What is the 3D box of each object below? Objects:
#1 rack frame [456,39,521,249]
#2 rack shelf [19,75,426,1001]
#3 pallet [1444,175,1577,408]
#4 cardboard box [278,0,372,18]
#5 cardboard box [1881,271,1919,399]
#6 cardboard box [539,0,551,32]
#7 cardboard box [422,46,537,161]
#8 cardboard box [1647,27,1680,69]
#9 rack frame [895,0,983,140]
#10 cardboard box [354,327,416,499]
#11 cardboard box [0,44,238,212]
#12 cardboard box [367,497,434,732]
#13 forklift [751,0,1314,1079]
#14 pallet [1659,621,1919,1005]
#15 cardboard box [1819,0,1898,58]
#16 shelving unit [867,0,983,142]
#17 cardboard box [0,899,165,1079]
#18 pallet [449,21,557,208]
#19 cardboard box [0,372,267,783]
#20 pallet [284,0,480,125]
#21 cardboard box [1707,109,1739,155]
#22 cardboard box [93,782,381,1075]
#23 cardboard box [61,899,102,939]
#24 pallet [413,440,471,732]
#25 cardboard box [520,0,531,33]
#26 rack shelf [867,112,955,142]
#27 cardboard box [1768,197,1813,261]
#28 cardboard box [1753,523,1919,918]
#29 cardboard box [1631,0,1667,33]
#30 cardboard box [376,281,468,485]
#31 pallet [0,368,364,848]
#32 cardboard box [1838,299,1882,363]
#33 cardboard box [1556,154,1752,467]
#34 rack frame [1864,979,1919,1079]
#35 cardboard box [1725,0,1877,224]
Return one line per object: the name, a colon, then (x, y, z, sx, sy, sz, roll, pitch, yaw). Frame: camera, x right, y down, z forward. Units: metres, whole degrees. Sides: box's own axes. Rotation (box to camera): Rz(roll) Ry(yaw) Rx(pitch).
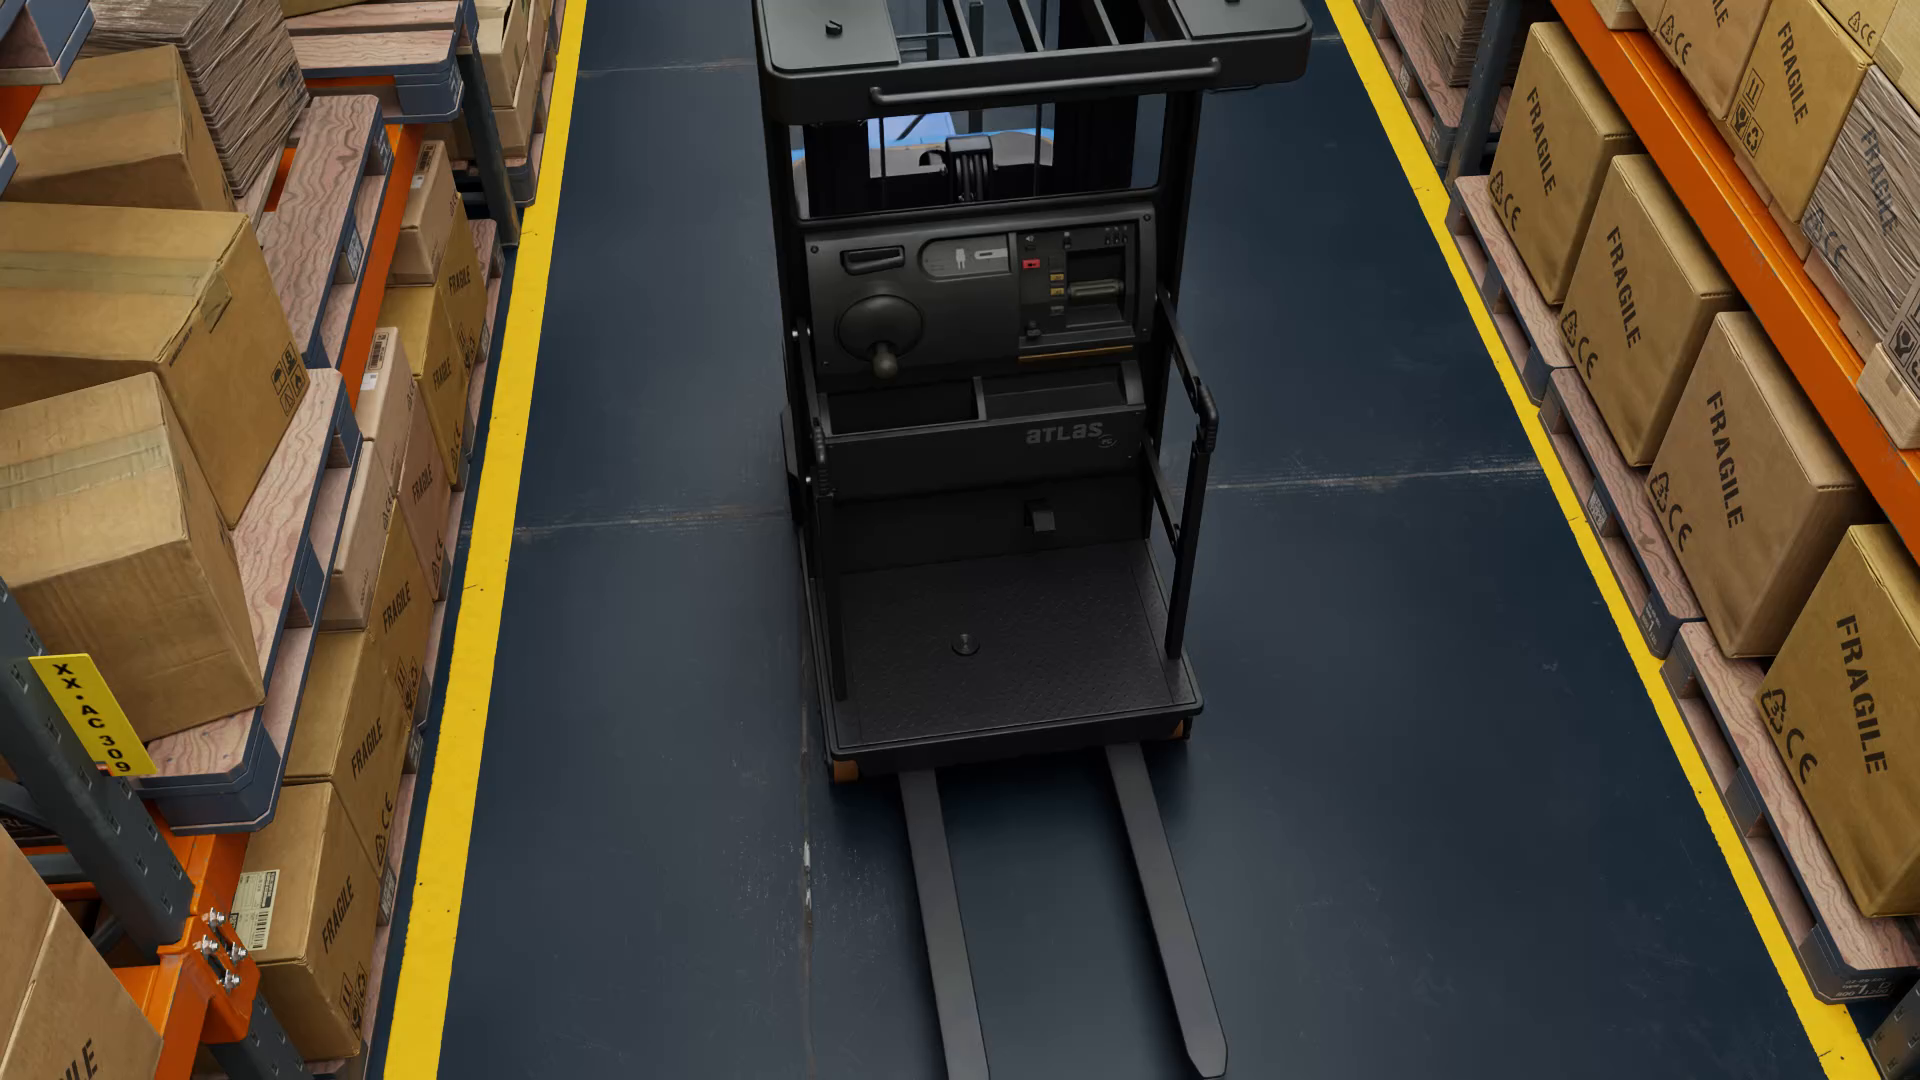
rack frame: (-2.335, -2.258, 5.822, 1.000, 3.000, 0.127, -3, 47, -3)
rack shelf: (-2.168, -0.564, 4.713, 1.077, 0.370, 4.000, -3, 47, -3)
pallet: (2.592, -1.028, 6.578, 1.003, 0.211, 1.213, -3, 47, -3)
cardboard box: (-2.170, -1.988, 5.209, 0.700, 0.500, 0.500, -18, 49, -16)
cardboard box: (2.593, -0.498, 3.869, 0.500, 0.500, 0.500, -3, 47, -3)
cardboard box: (-2.179, -2.593, 7.744, 0.500, 0.250, 0.500, -5, 47, -4)
cardboard box: (-2.086, -1.854, 7.044, 0.500, 0.250, 0.500, -4, 47, -3)
cardboard box: (2.492, -1.675, 5.430, 0.380, 0.149, 0.250, -4, 47, -4)
rack frame: (-0.175, -1.177, 5.832, 0.500, 1.500, 0.032, -7, 47, -6)
cardboard box: (-1.924, -0.365, 4.932, 0.500, 0.250, 0.500, -4, 47, -4)
cardboard box: (-2.210, -0.817, 4.100, 0.700, 0.500, 0.500, -14, 48, -13)
cardboard box: (-1.888, 0.232, 4.883, 0.500, 0.500, 0.500, -3, 47, -3)
forklift: (0.099, -0.559, 4.261, 1.130, 2.935, 3.031, -7, 47, -6)
pallet: (2.796, 0.737, 4.906, 1.003, 0.211, 1.213, -3, 47, -3)
cardboard box: (2.522, -1.500, 4.300, 0.500, 0.250, 0.500, -4, 47, -4)
shelving unit: (-0.255, -1.542, 6.177, 0.538, 1.500, 1.048, -7, 47, -6)
cardboard box: (-1.703, 0.948, 2.718, 0.500, 0.500, 0.500, -3, 47, -3)
pallet: (-2.365, -1.897, 7.401, 1.003, 0.211, 1.213, -3, 47, -3)
cardboard box: (-1.817, 0.101, 3.230, 0.700, 0.500, 0.500, -18, 49, -16)
pallet: (-2.209, -1.706, 5.432, 1.213, 0.211, 1.003, -3, 47, -3)
cardboard box: (2.533, -1.301, 5.075, 0.380, 0.149, 0.250, -3, 47, -3)
cardboard box: (-1.798, 0.980, 4.175, 0.500, 0.500, 0.500, -5, 47, -5)
cardboard box: (-2.327, 1.005, 4.151, 0.500, 0.500, 0.500, -4, 47, -4)
pallet: (-2.211, 0.124, 5.487, 1.003, 0.211, 1.213, -3, 47, -3)
cardboard box: (-2.139, -2.426, 7.200, 0.500, 0.311, 0.500, -5, 47, -4)
rack shelf: (-0.255, -1.418, 6.308, 0.538, 0.185, 1.000, -7, 47, -6)
cardboard box: (2.552, -0.930, 4.724, 0.380, 0.149, 0.250, -2, 47, -2)
cardboard box: (2.752, 0.465, 4.435, 0.750, 0.750, 0.750, -3, 47, -3)
cardboard box: (2.421, -1.959, 5.252, 0.500, 0.500, 0.500, -2, 47, -2)
cardboard box: (-1.980, -0.513, 5.588, 0.500, 0.500, 0.500, -5, 47, -5)
pallet: (-1.959, 0.117, 3.705, 1.003, 0.211, 1.213, -3, 47, -3)
cardboard box: (2.569, -0.555, 4.369, 0.380, 0.149, 0.250, -3, 47, -3)
cardboard box: (2.599, -0.793, 5.626, 0.750, 0.750, 0.750, -4, 47, -3)
rack frame: (2.936, 0.332, 3.369, 1.000, 3.000, 0.127, -3, 47, -3)
cardboard box: (2.513, -1.223, 4.555, 0.500, 0.500, 0.500, -2, 47, -2)
